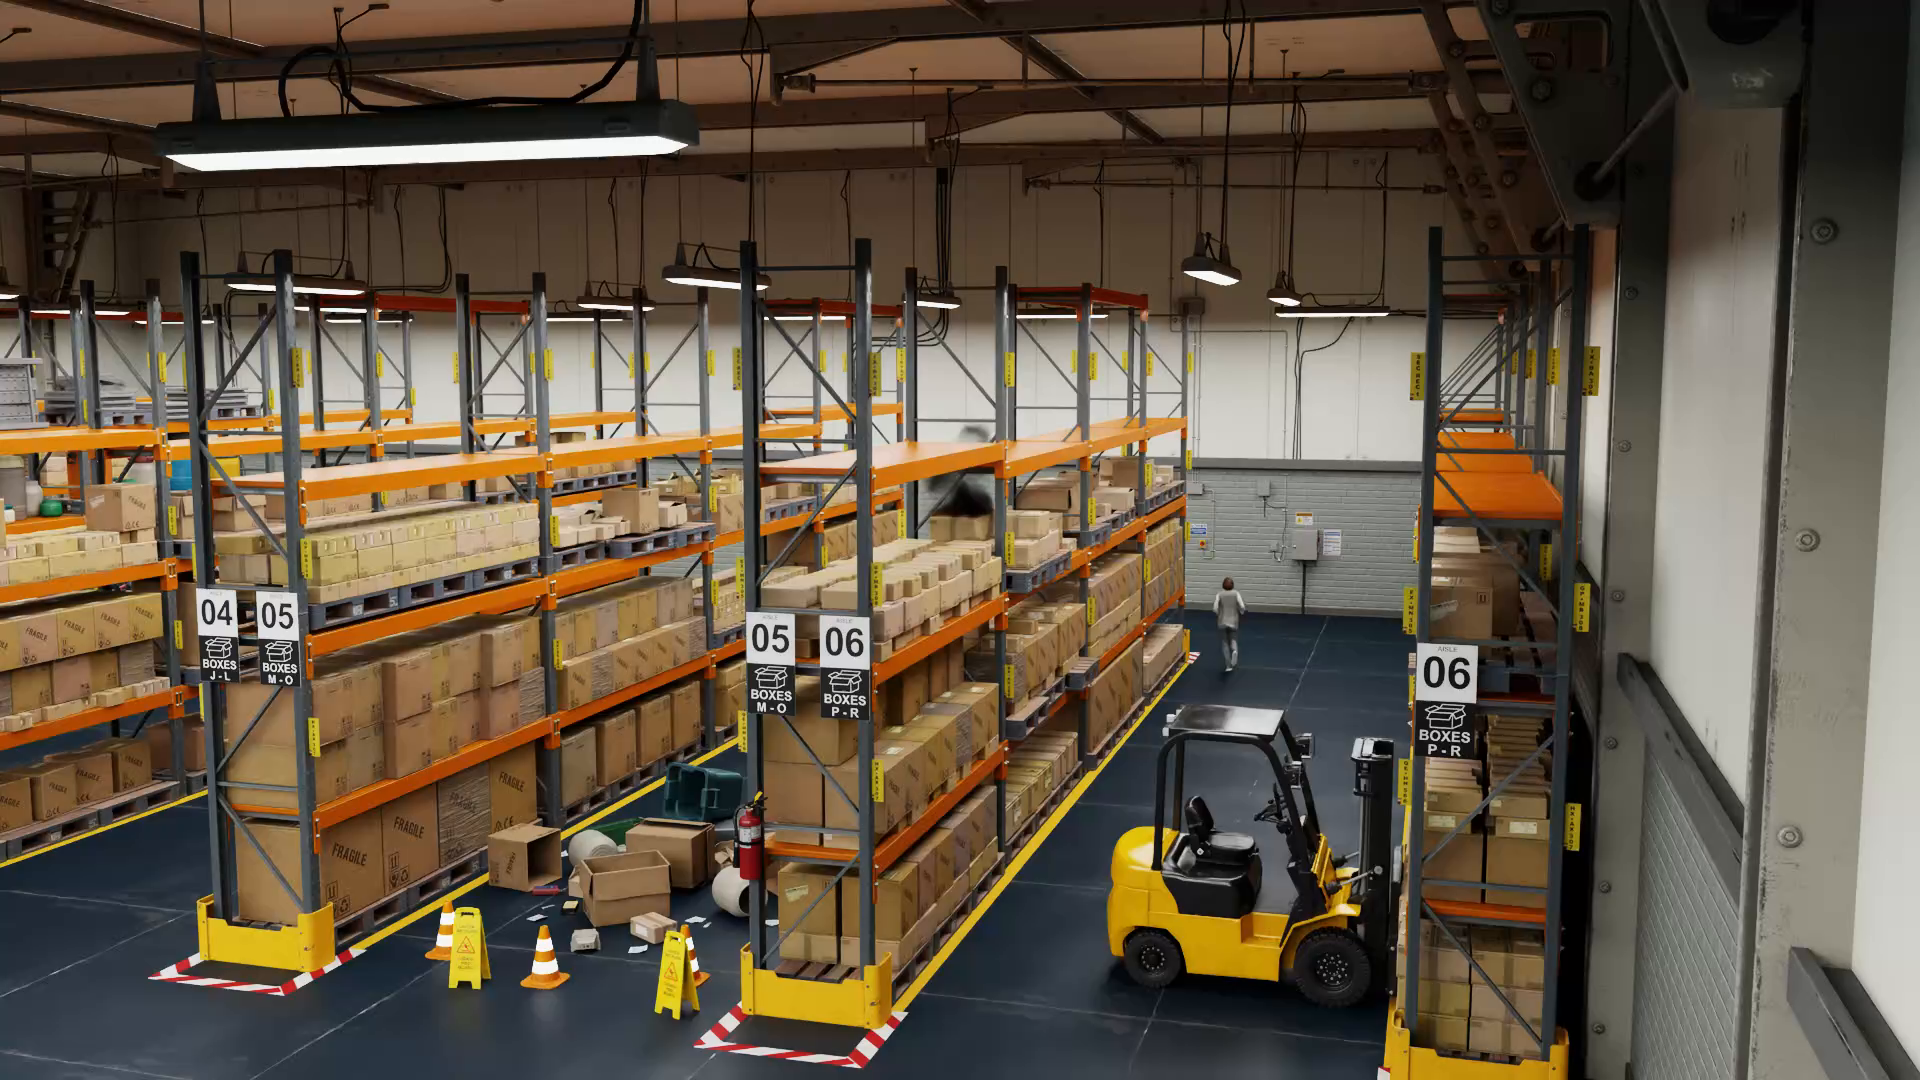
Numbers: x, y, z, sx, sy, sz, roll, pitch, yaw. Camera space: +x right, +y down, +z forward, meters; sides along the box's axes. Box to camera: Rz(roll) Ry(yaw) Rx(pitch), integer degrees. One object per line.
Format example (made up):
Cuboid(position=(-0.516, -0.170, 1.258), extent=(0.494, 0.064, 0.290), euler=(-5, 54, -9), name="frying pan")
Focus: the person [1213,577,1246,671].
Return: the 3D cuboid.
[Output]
Cuboid(position=(4.381, 1.369, 27.124), extent=(0.522, 1.551, 0.530), euler=(1, 6, 6), name="person")
